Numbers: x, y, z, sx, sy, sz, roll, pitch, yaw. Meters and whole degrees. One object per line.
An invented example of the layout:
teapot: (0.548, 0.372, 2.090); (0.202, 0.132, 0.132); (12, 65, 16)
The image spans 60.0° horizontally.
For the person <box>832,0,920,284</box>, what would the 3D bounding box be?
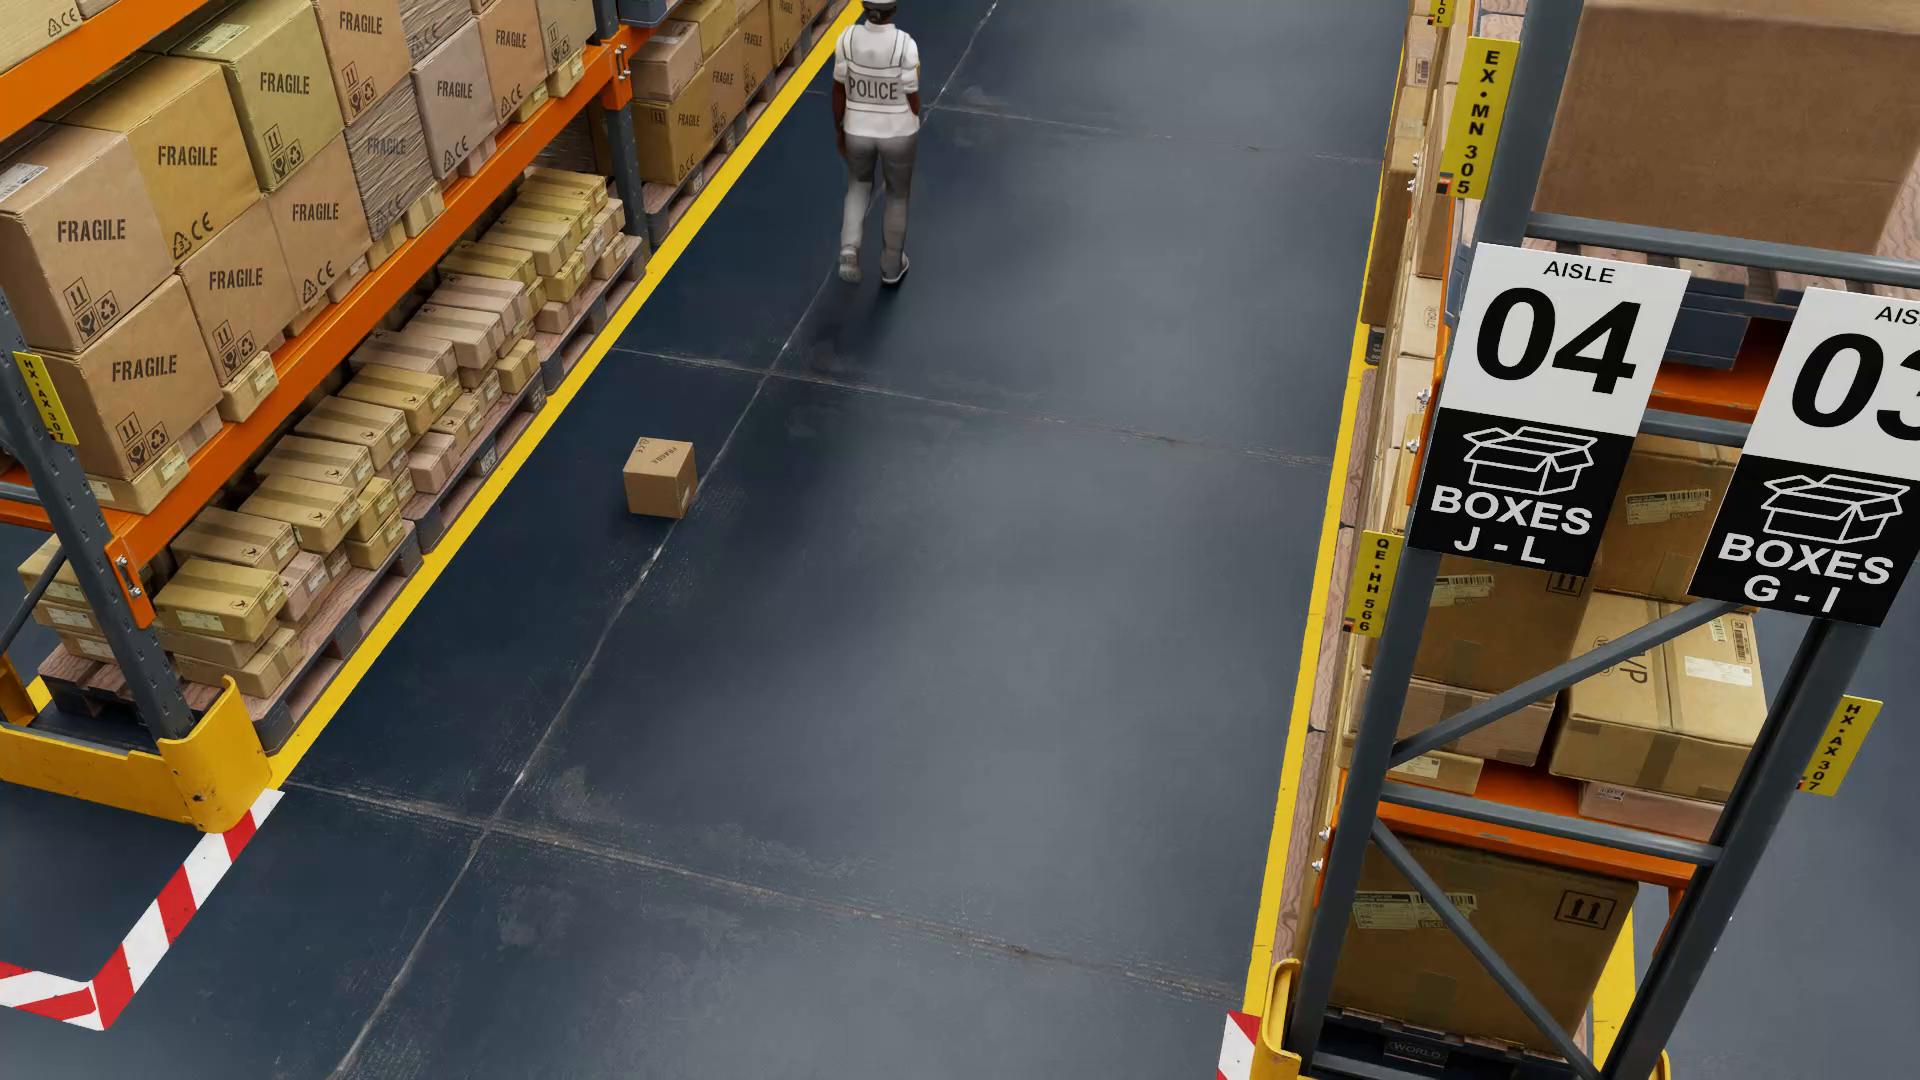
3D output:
person: (-0.432, -2.035, 8.429); (0.459, 1.677, 0.500); (9, 42, 10)
